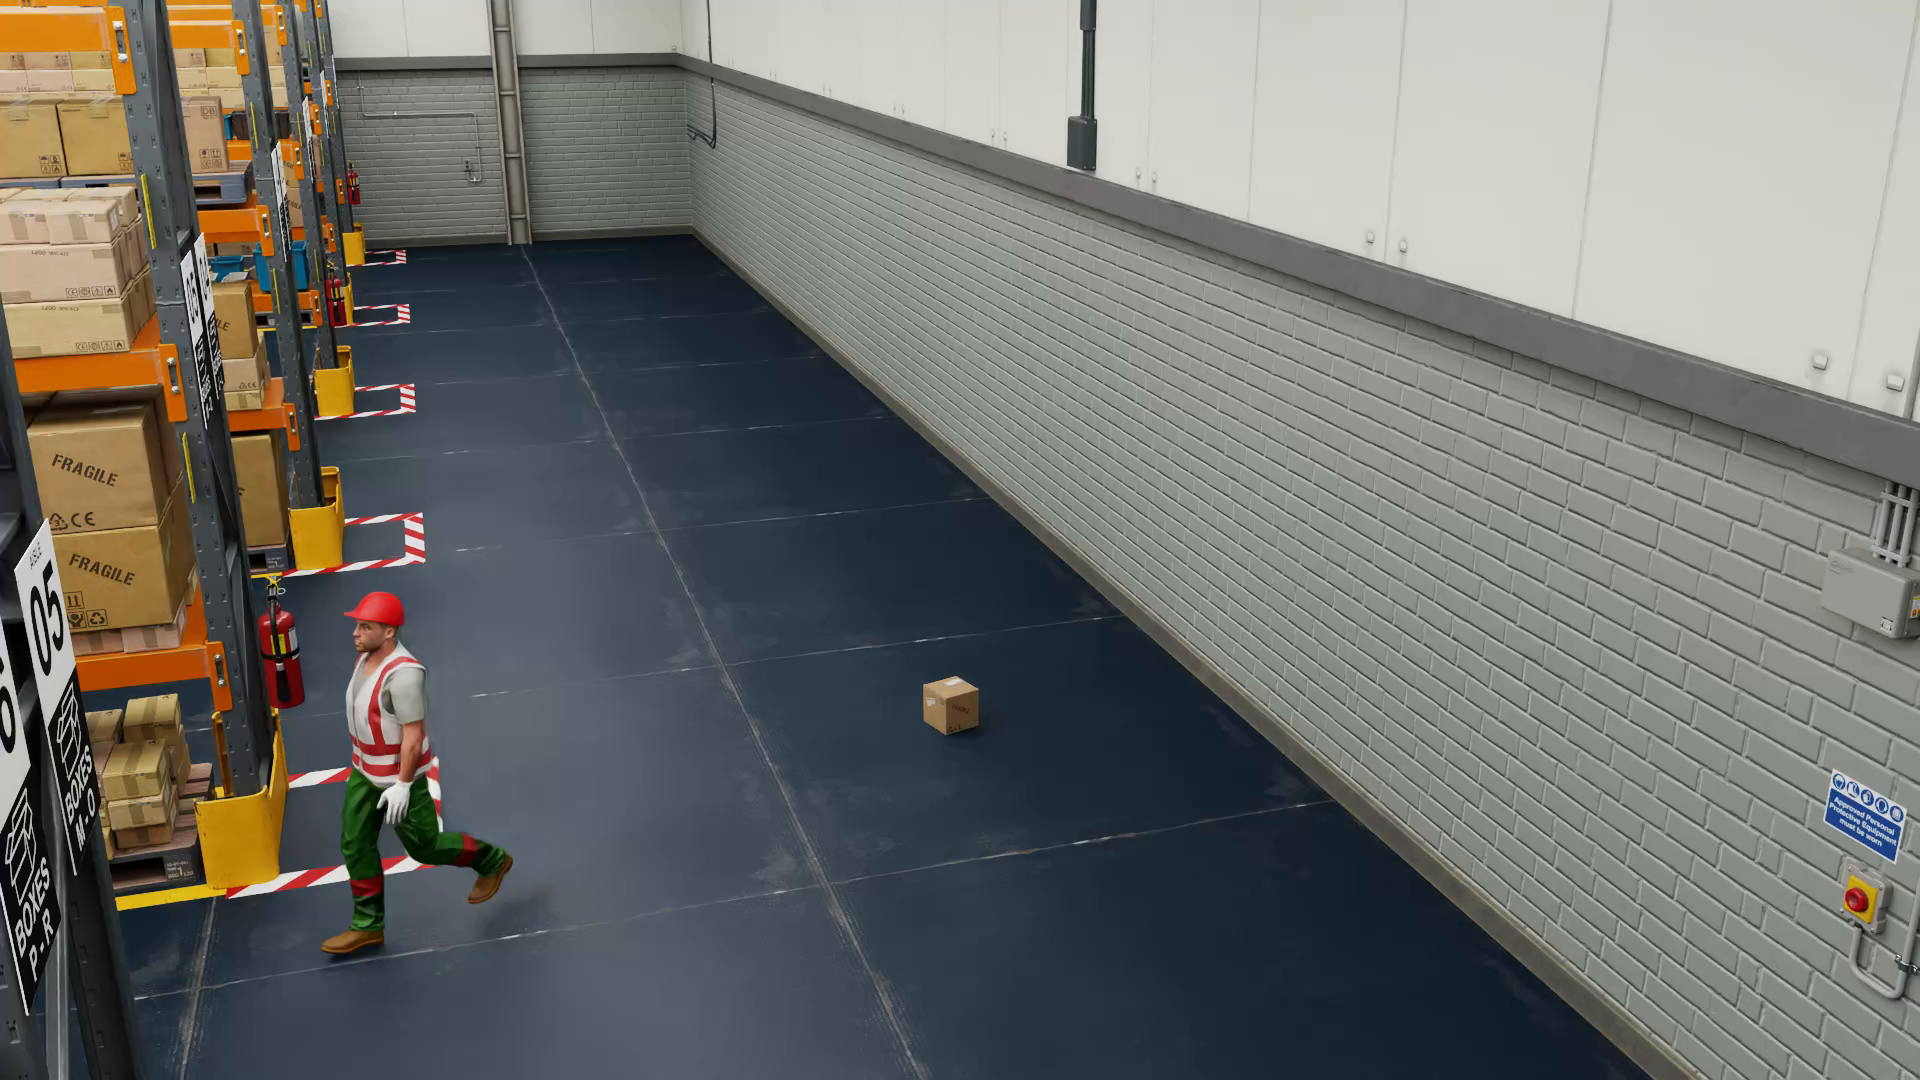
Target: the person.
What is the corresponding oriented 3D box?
[{"bbox_3d":[-2.643,1.077,7.897,0.550,1.757,0.957,17,26,41],"label":"person"}]
